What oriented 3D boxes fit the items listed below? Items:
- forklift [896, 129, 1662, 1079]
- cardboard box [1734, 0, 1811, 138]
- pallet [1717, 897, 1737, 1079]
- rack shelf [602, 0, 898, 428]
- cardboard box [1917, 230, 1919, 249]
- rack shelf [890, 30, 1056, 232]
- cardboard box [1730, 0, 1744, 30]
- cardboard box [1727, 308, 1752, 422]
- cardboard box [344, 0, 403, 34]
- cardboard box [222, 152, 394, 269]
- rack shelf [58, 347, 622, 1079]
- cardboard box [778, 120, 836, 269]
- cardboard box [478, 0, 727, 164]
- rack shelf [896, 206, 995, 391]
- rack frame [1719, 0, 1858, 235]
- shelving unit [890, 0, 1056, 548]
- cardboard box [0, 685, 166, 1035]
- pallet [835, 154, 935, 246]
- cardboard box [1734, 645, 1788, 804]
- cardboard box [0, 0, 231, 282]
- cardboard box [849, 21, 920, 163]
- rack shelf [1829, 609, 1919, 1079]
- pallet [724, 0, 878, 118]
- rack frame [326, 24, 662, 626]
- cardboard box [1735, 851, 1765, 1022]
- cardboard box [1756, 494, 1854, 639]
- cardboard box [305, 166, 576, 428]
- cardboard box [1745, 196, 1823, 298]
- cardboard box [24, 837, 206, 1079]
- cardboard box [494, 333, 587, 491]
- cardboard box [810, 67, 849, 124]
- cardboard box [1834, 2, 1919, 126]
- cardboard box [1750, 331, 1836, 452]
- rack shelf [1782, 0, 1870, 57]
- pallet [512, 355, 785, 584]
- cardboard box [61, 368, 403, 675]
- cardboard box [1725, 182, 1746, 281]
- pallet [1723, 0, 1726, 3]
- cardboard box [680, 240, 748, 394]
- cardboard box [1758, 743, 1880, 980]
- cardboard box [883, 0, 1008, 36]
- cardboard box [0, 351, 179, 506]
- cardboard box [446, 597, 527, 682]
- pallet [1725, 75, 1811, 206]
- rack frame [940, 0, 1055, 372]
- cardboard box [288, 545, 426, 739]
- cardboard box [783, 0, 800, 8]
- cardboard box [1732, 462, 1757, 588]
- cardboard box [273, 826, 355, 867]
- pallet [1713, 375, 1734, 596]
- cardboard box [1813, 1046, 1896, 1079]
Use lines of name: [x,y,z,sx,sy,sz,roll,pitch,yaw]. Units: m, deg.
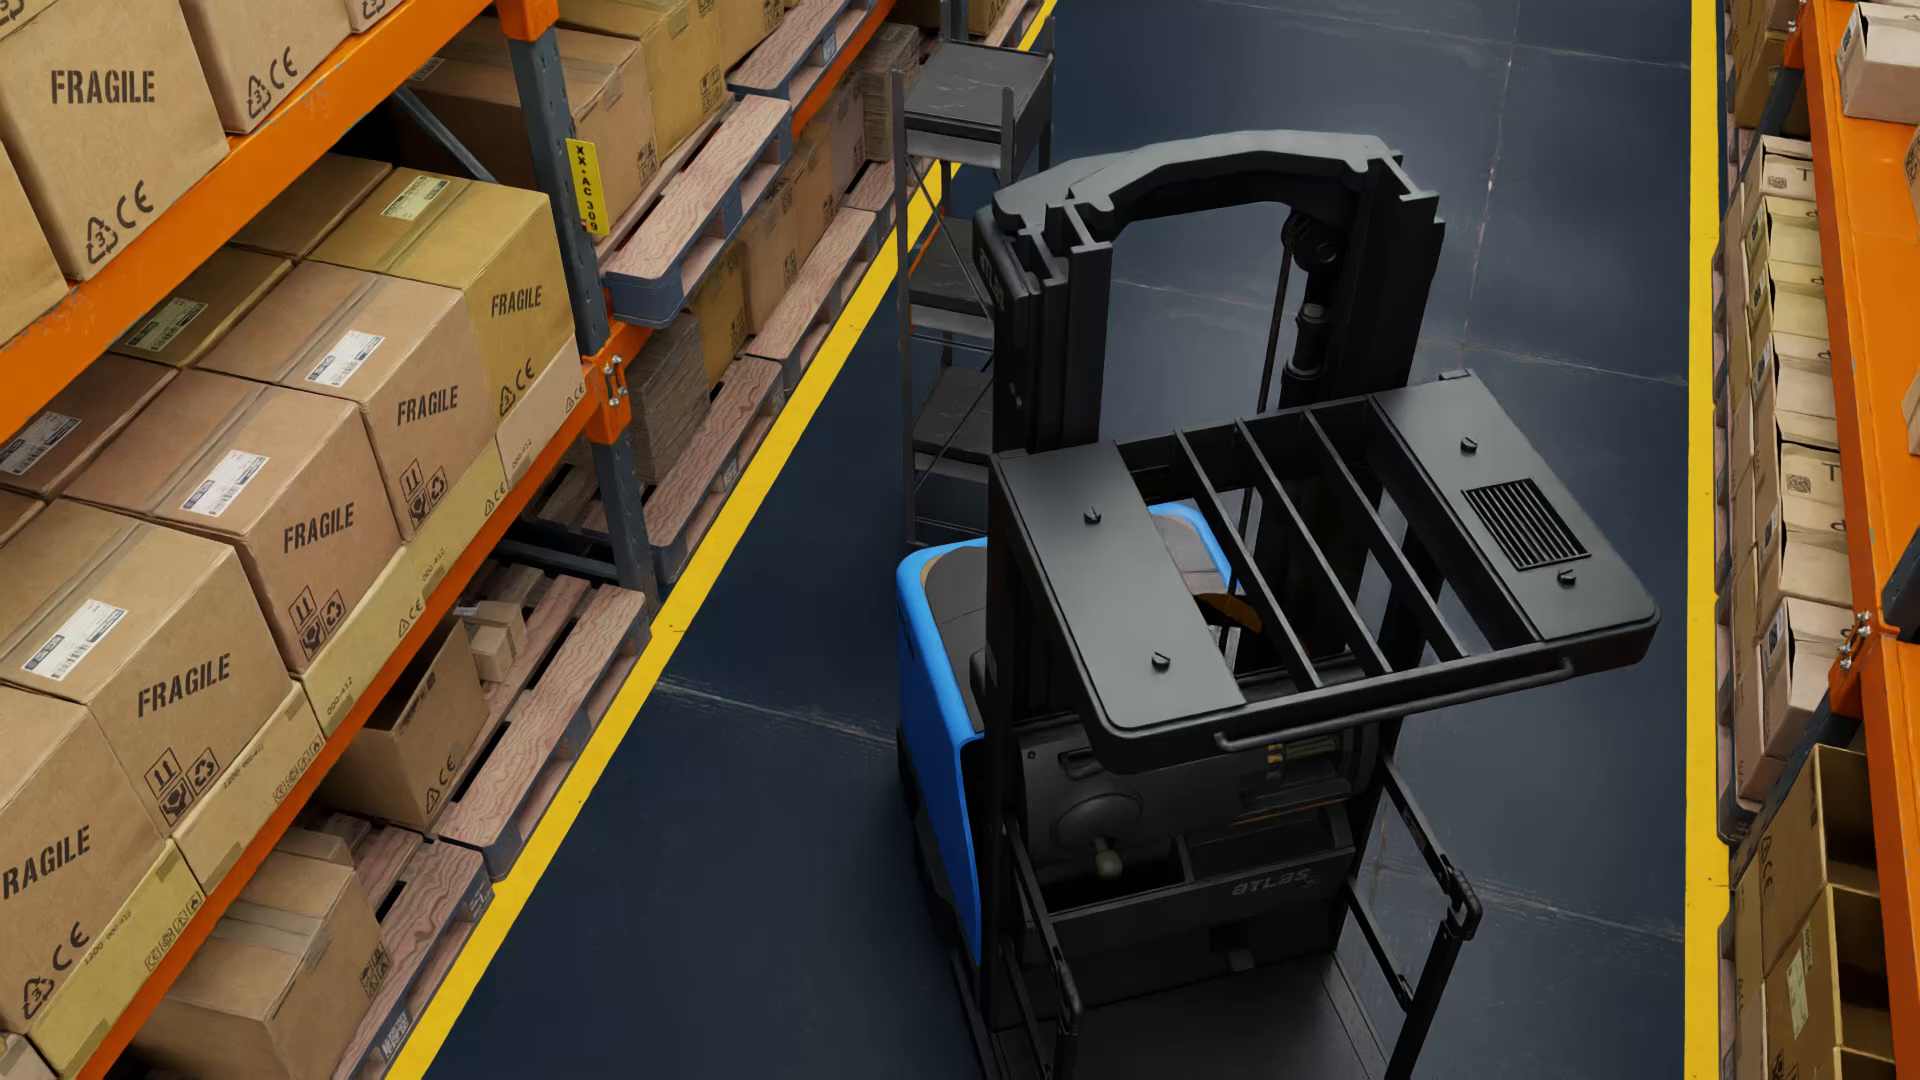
forklift: [0.660,0.668,3.971,1.130,2.935,3.031,-11,45,-11]
cardboard box: [4.334,-2.434,8.565,0.500,0.500,0.500,14,46,14]
pallet: [2.782,1.687,4.875,1.003,0.211,1.213,13,46,13]
rack shelf: [-1.054,-1.954,7.116,1.077,0.370,4.000,13,46,13]
cardboard box: [3.622,-1.060,5.617,0.500,0.500,0.500,13,46,13]
rack shelf: [0.050,-1.351,5.648,0.431,0.518,0.480,13,46,13]
cardboard box: [4.644,-3.130,9.277,0.500,0.500,0.500,11,45,11]
cardboard box: [3.533,-0.694,6.981,0.500,0.250,0.500,11,46,11]
cardboard box: [-1.577,-1.602,4.012,0.500,0.500,0.500,14,46,14]
cardboard box: [-2.001,-0.830,5.010,0.500,0.500,0.500,12,46,12]
rack shelf: [-2.265,0.713,4.391,1.077,0.370,4.000,13,46,13]
cardboard box: [-1.007,-1.661,7.775,0.700,0.500,0.500,12,46,12]
cardboard box: [-1.297,-1.774,6.032,0.700,0.500,0.500,17,47,17]
rack shelf: [0.050,-0.851,6.138,0.431,0.518,0.480,13,46,13]
rack frame: [4.274,-2.497,7.157,1.000,3.000,0.127,13,46,13]
shelving unit: [0.050,-0.861,6.128,0.431,2.100,0.503,13,46,13]
cardboard box: [-2.118,0.642,3.506,0.500,0.500,0.500,11,45,11]
pallet: [-0.686,-2.027,8.670,1.003,0.211,1.213,13,46,13]
cardboard box: [2.912,0.664,5.592,0.500,0.250,0.500,12,46,12]
cardboard box: [-1.874,-0.892,3.286,0.500,0.500,0.500,11,45,11]
cardboard box: [-0.616,-2.317,8.445,0.700,0.500,0.500,13,46,13]
rack shelf: [2.457,1.759,3.322,1.077,0.370,4.000,13,46,13]
pallet: [-1.008,-2.147,6.937,1.003,0.211,1.213,13,46,13]
rack frame: [-1.659,-0.878,5.502,1.000,3.000,0.127,13,46,13]
cardboard box: [2.634,1.247,4.997,0.500,0.250,0.500,13,46,13]
cardboard box: [3.064,0.123,5.745,0.500,0.311,0.500,14,46,14]
cardboard box: [-1.508,-0.718,4.896,0.500,0.500,0.500,12,46,12]
cardboard box: [3.685,-1.226,7.123,0.500,0.311,0.500,11,46,12]
cardboard box: [-2.117,0.890,3.789,0.500,0.250,0.500,12,46,12]
cardboard box: [-1.514,-0.451,5.159,0.500,0.250,0.500,13,46,13]
cardboard box: [-0.849,-2.218,7.808,0.500,0.250,0.500,13,46,13]
cardboard box: [3.819,-1.910,6.621,0.500,0.311,0.500,12,46,12]
cardboard box: [3.373,-0.544,6.426,0.500,0.311,0.500,12,46,12]
rack shelf: [4.880,-3.573,8.771,1.077,0.370,4.000,13,46,13]
pallet: [-1.425,-0.400,7.008,1.003,0.211,1.213,13,46,13]
cardboard box: [-1.816,-0.051,4.214,0.500,0.500,0.500,11,46,11]
cardboard box: [3.836,-1.377,7.679,0.500,0.250,0.500,12,46,12]
pallet: [5.275,-3.616,10.295,1.003,0.211,1.213,13,46,13]
cardboard box: [-1.344,-0.991,7.090,0.700,0.500,0.500,12,46,12]
cardboard box: [2.624,0.977,4.737,0.500,0.500,0.500,13,46,13]
cardboard box: [-0.100,-3.388,9.304,0.750,0.750,0.750,12,46,12]
cardboard box: [-2.317,-0.155,4.320,0.500,0.500,0.500,14,46,14]
cardboard box: [-1.793,0.341,5.968,0.380,0.166,0.250,7,45,7]
pallet: [4.536,-1.990,8.633,1.003,0.211,1.213,13,46,13]
rack frame: [0.124,-1.023,6.295,0.400,2.100,0.015,13,46,13]
cardboard box: [-1.810,0.218,4.476,0.500,0.250,0.500,12,46,12]
cardboard box: [-0.937,-2.586,6.862,0.700,0.500,0.500,13,46,13]
cardboard box: [3.222,-0.014,6.285,0.500,0.250,0.500,13,46,13]
cardboard box: [-2.163,1.046,5.260,0.380,0.149,0.250,9,45,9]
pallet: [3.617,-0.149,6.752,1.003,0.211,1.213,13,46,13]
cardboard box: [2.321,1.643,4.056,0.500,0.500,0.500,13,46,13]
